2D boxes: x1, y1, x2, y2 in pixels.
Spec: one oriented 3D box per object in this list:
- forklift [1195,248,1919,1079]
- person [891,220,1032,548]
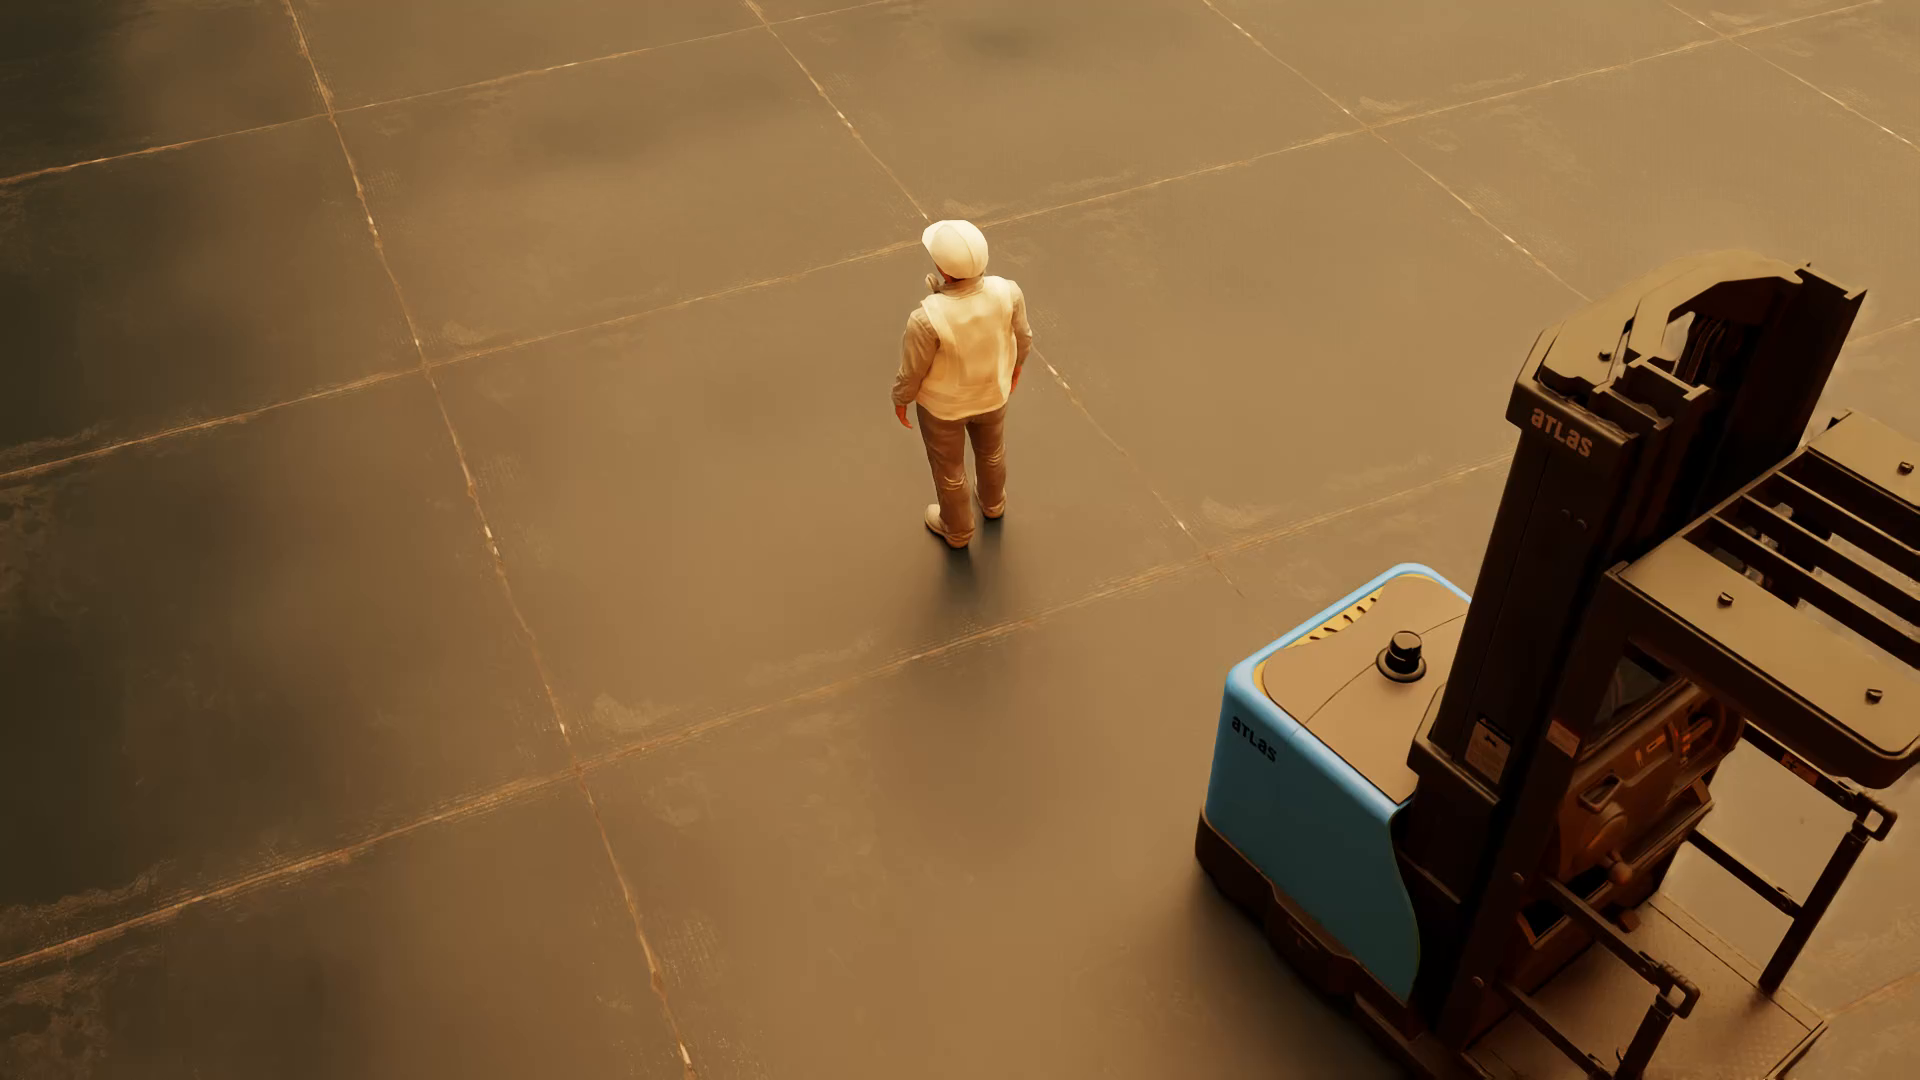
[{"bbox_3d":[2.202,0.772,4.853,1.130,2.935,3.031,-28,50,-26],"label":"forklift"},{"bbox_3d":[-0.020,-0.695,7.262,0.634,1.775,0.566,-18,46,-18],"label":"person"}]
